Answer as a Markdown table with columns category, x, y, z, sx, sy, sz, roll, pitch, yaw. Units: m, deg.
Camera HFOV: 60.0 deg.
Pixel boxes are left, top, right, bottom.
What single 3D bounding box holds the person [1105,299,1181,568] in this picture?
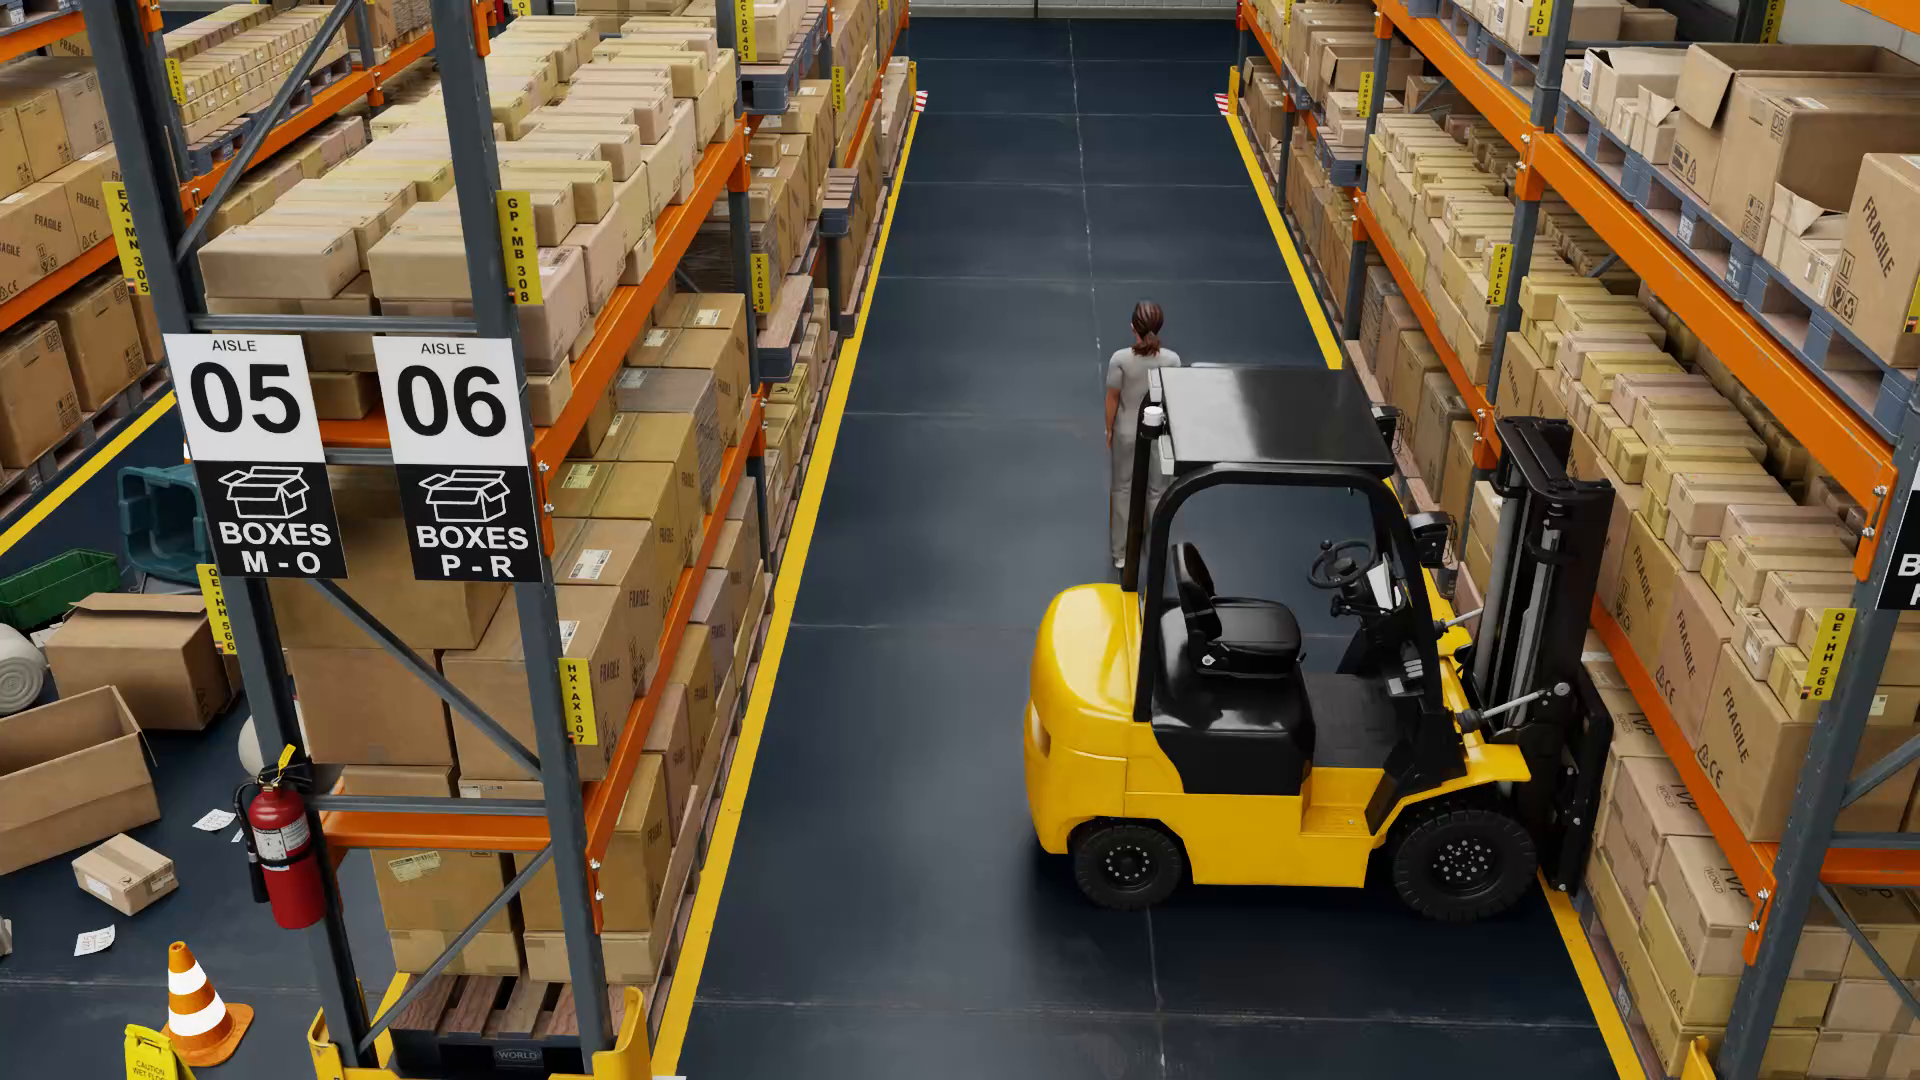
| category | x | y | z | sx | sy | sz | roll | pitch | yaw |
| --- | --- | --- | --- | --- | --- | --- | --- | --- | --- |
| person | 1.061 | -0.611 | 9.772 | 0.436 | 1.676 | 0.375 | 2 | 28 | 3 |
